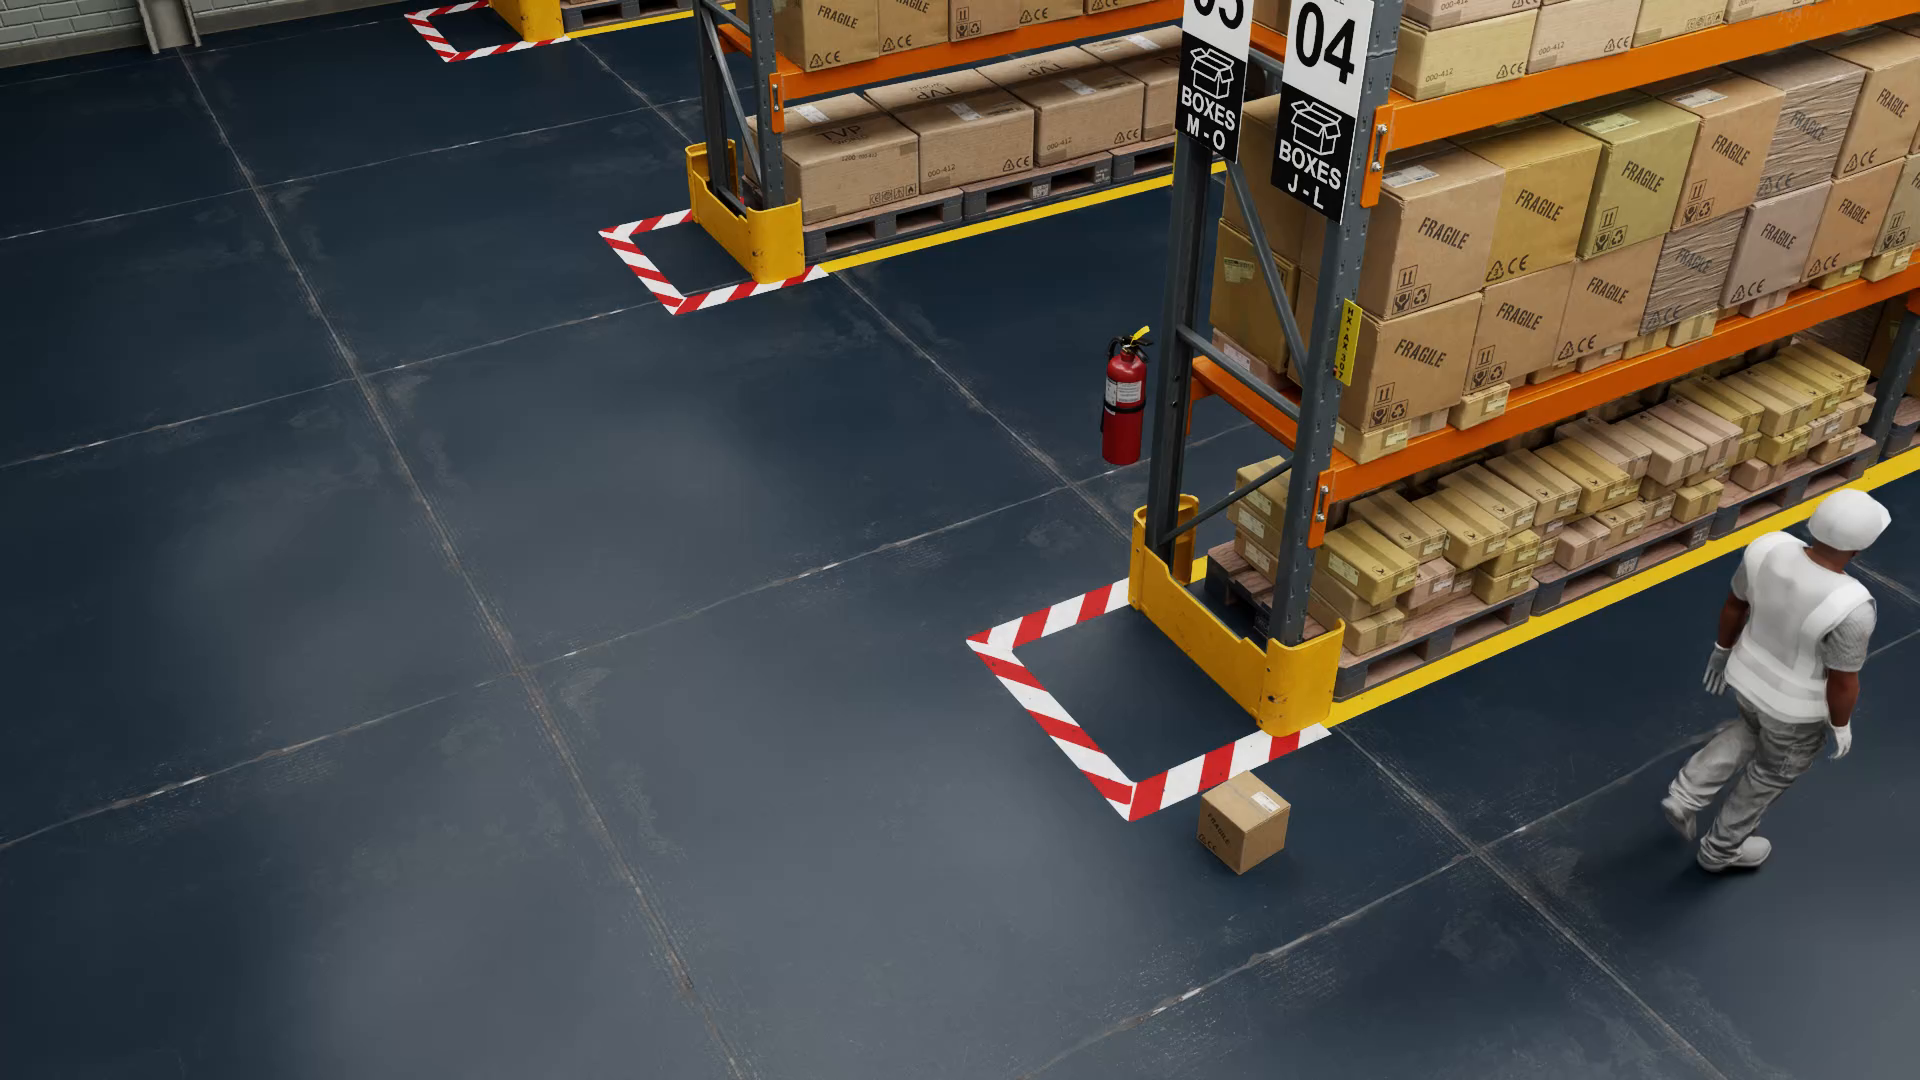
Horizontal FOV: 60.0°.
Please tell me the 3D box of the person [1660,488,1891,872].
[{"bbox_3d":[3.044,0.545,6.138,0.480,1.784,0.572,-12,38,-16],"label":"person"}]
